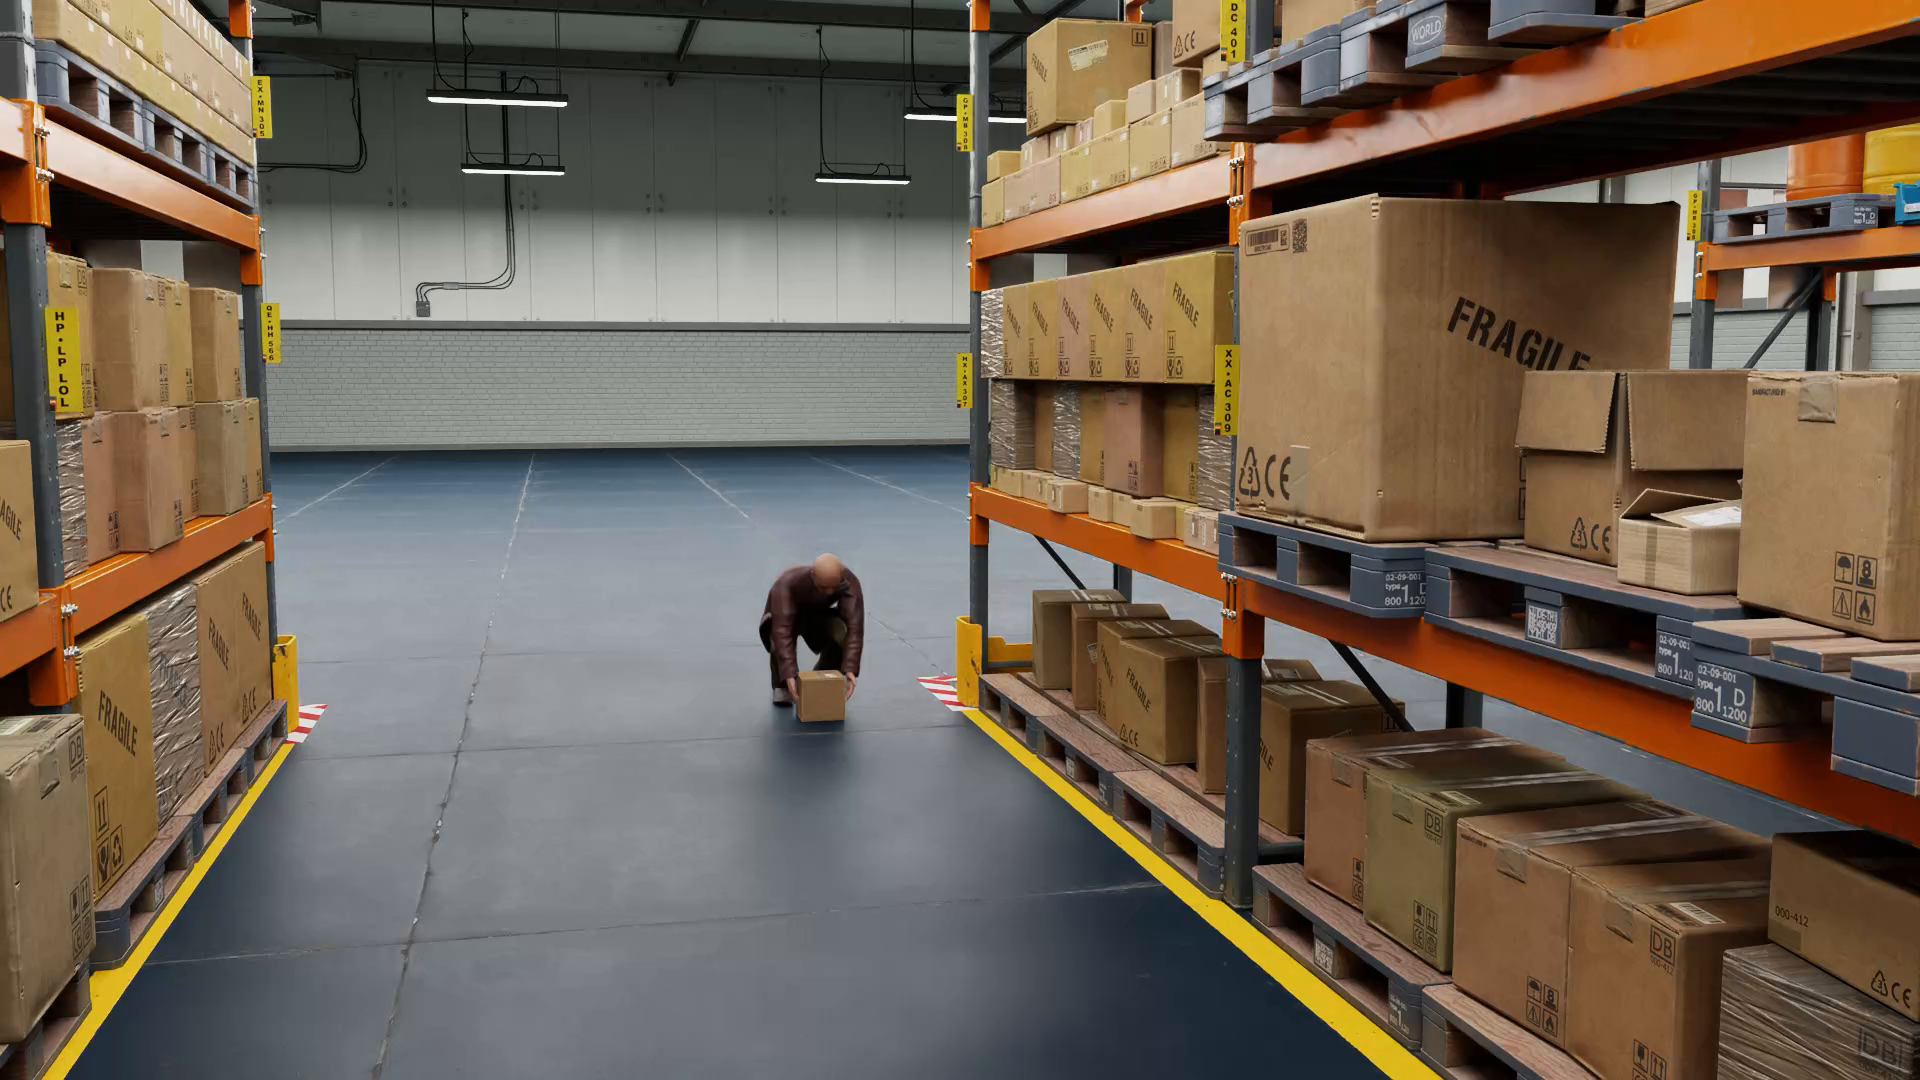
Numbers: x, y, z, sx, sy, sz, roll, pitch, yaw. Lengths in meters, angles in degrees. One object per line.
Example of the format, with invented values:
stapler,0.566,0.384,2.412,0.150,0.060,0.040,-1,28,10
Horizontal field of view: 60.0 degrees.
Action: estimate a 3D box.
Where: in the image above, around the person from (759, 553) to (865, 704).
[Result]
person,-0.893,0.520,9.947,0.609,0.940,0.909,-2,6,-14
